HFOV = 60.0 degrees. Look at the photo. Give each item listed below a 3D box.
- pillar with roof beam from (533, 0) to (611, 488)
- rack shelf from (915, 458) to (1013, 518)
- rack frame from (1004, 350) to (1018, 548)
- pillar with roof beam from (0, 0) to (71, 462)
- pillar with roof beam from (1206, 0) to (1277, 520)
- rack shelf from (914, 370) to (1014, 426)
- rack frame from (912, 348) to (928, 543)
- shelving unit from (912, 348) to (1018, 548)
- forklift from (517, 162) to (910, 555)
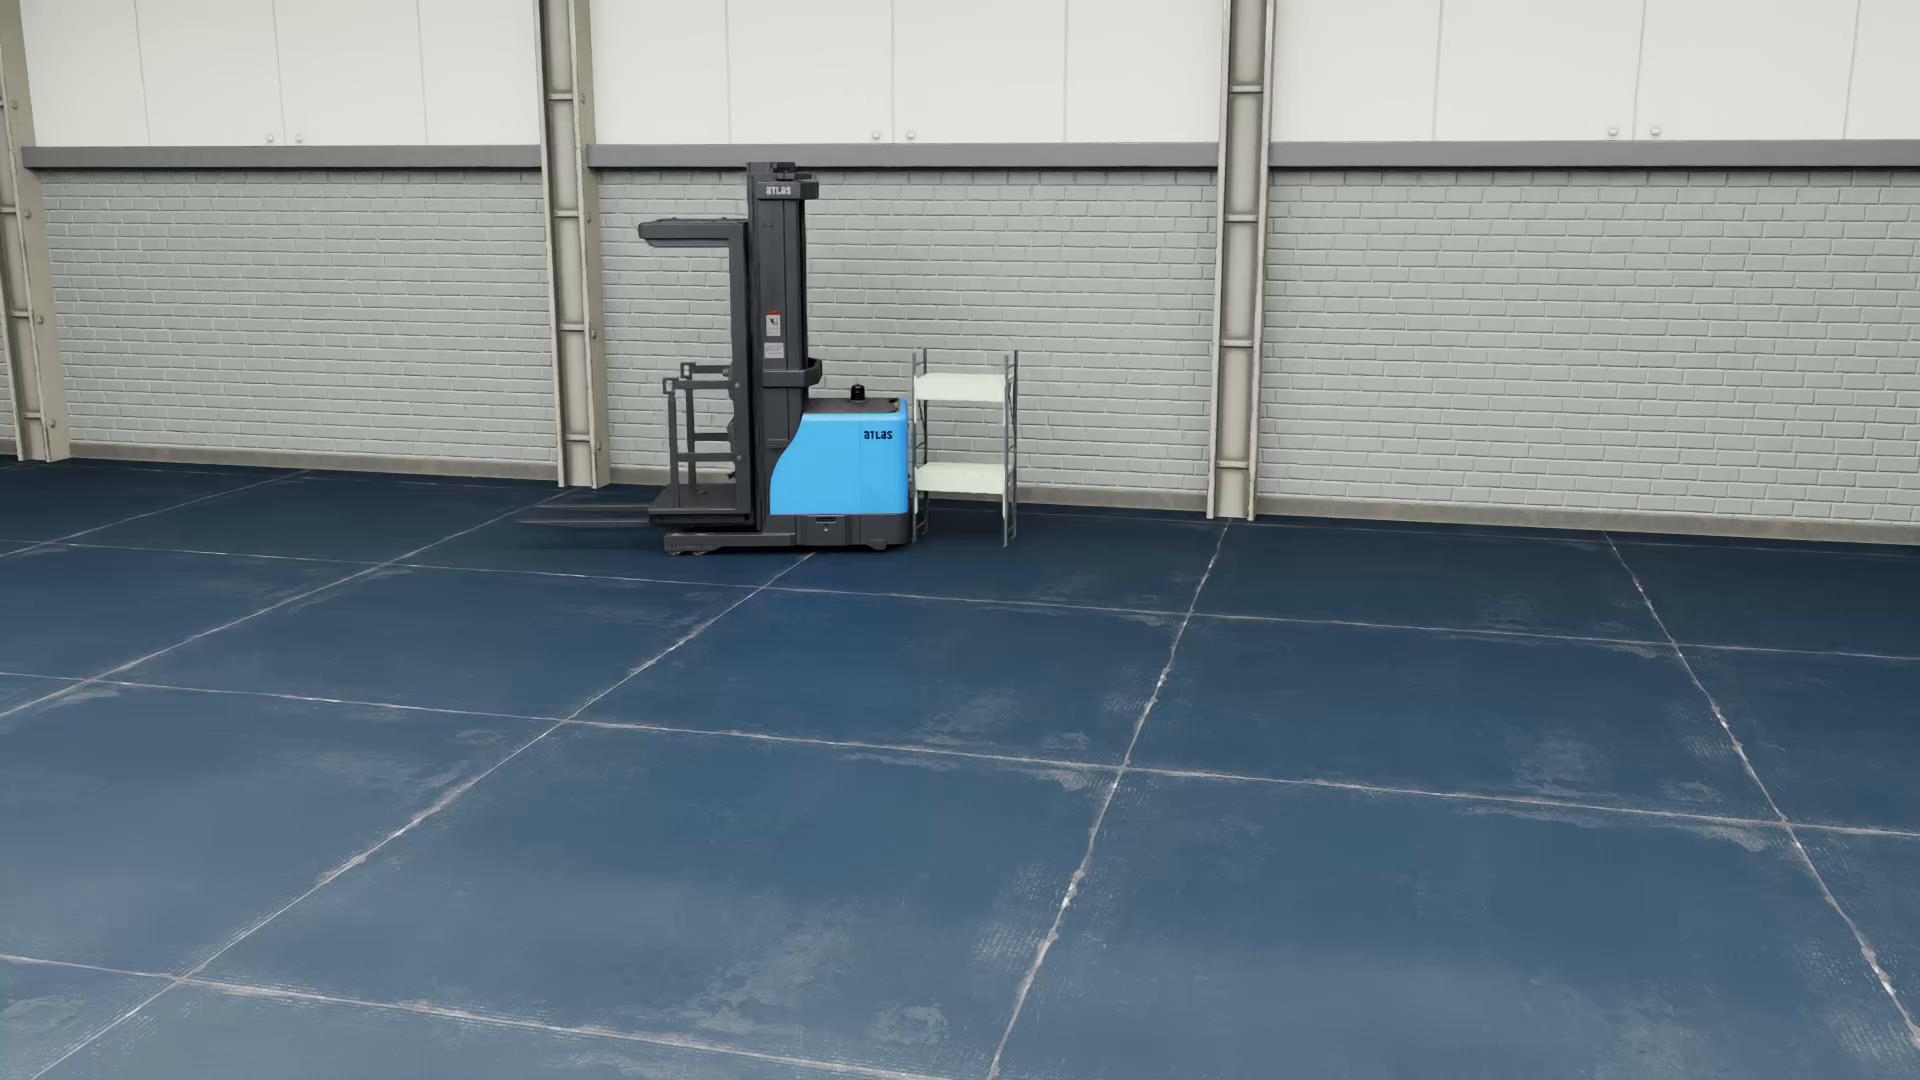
[{"bbox_3d":[-4.542,-4.007,10.519,0.400,9.000,9.100,3,13,14],"label":"pillar with roof beam"},{"bbox_3d":[0.041,-0.415,13.147,0.720,0.370,0.431,3,13,12],"label":"rack shelf"},{"bbox_3d":[0.398,-0.716,12.998,0.023,1.500,0.400,3,13,12],"label":"rack frame"},{"bbox_3d":[-10.367,-4.318,11.922,0.400,9.000,9.100,3,13,14],"label":"pillar with roof beam"},{"bbox_3d":[1.283,-3.696,9.116,0.400,9.000,9.100,3,13,14],"label":"pillar with roof beam"},{"bbox_3d":[0.041,-1.114,12.992,0.720,0.370,0.431,3,13,12],"label":"rack shelf"},{"bbox_3d":[-0.316,-0.751,13.156,0.023,1.500,0.400,3,13,12],"label":"rack frame"},{"bbox_3d":[0.041,-0.733,13.077,0.755,1.500,0.431,3,13,12],"label":"shelving unit"},{"bbox_3d":[-1.914,-1.431,12.917,3.031,2.935,1.130,0,13,-2],"label":"forklift"}]
